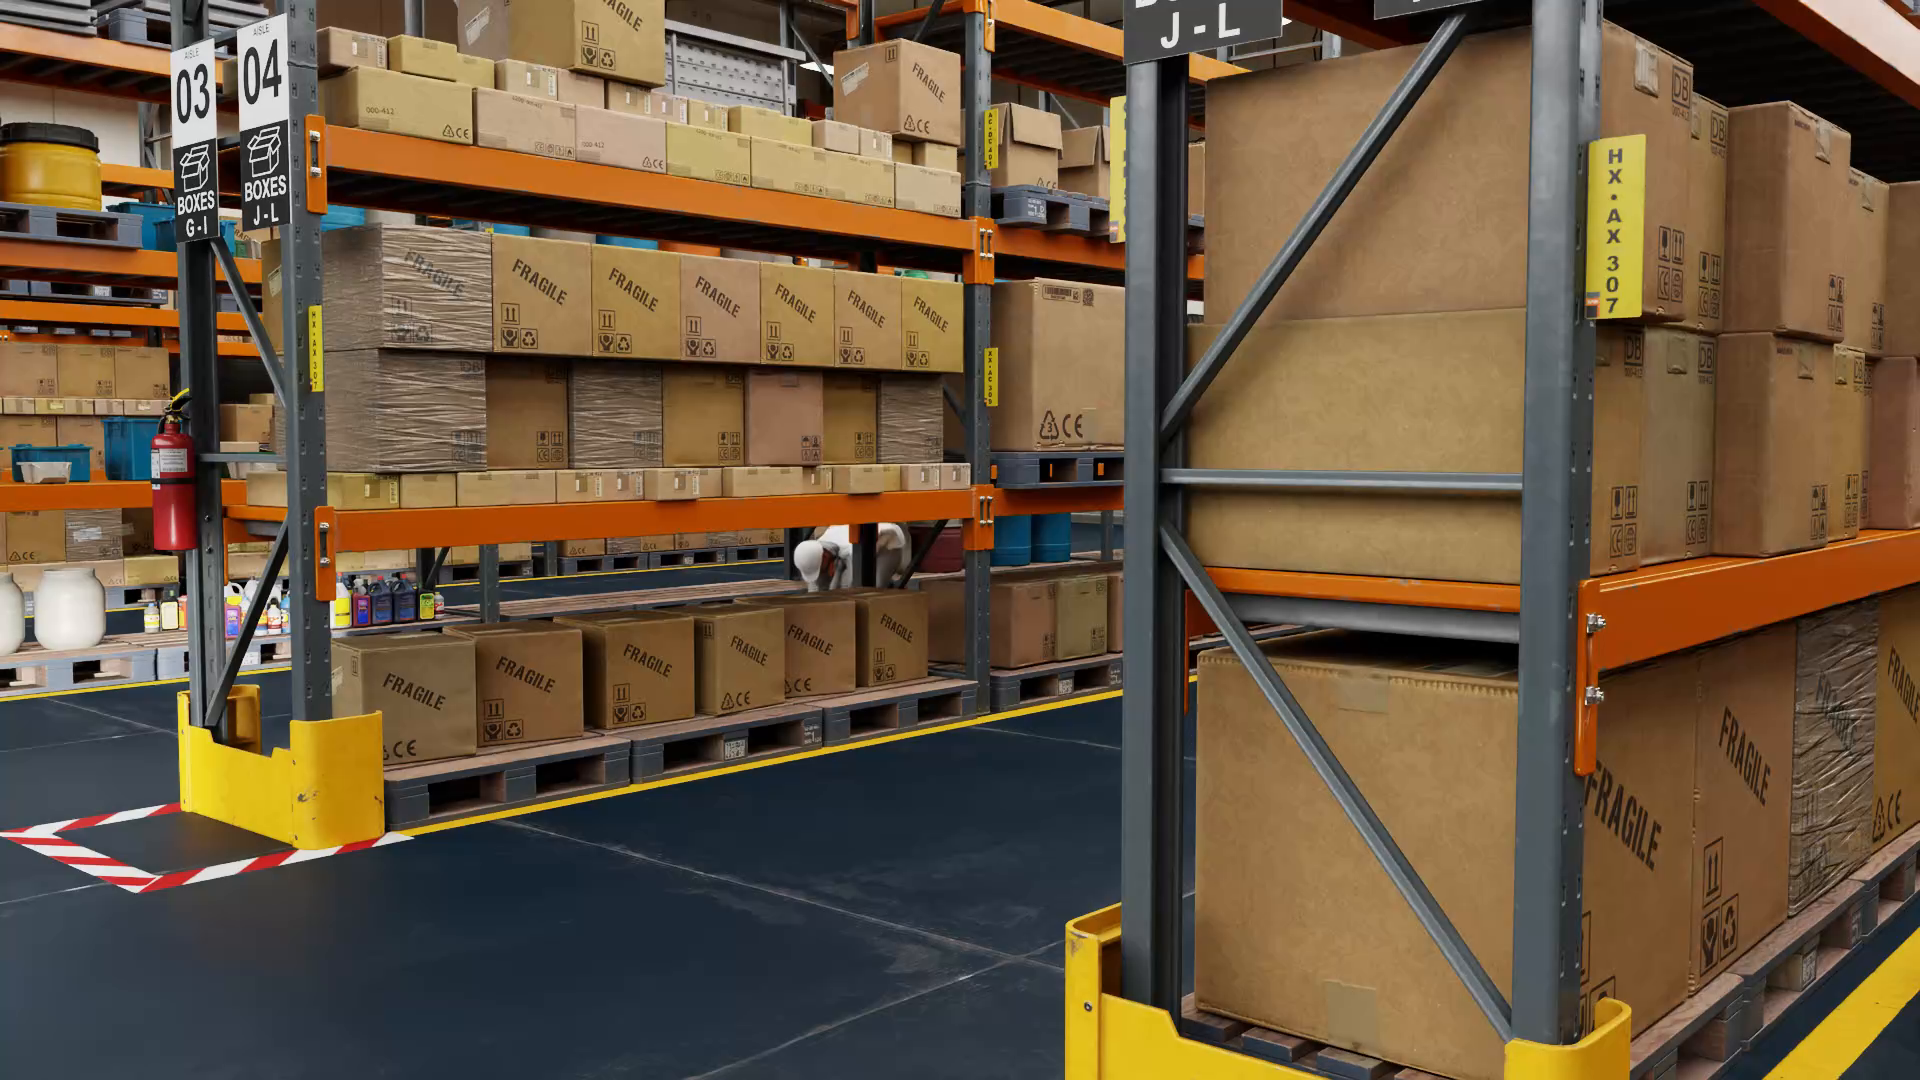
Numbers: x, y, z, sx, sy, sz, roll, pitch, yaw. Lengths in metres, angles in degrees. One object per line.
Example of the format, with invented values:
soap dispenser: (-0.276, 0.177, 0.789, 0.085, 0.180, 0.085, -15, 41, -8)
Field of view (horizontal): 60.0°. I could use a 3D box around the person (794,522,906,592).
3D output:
person: (-0.816, 0.337, 11.982, 0.497, 1.041, 1.005, 3, 4, 38)
